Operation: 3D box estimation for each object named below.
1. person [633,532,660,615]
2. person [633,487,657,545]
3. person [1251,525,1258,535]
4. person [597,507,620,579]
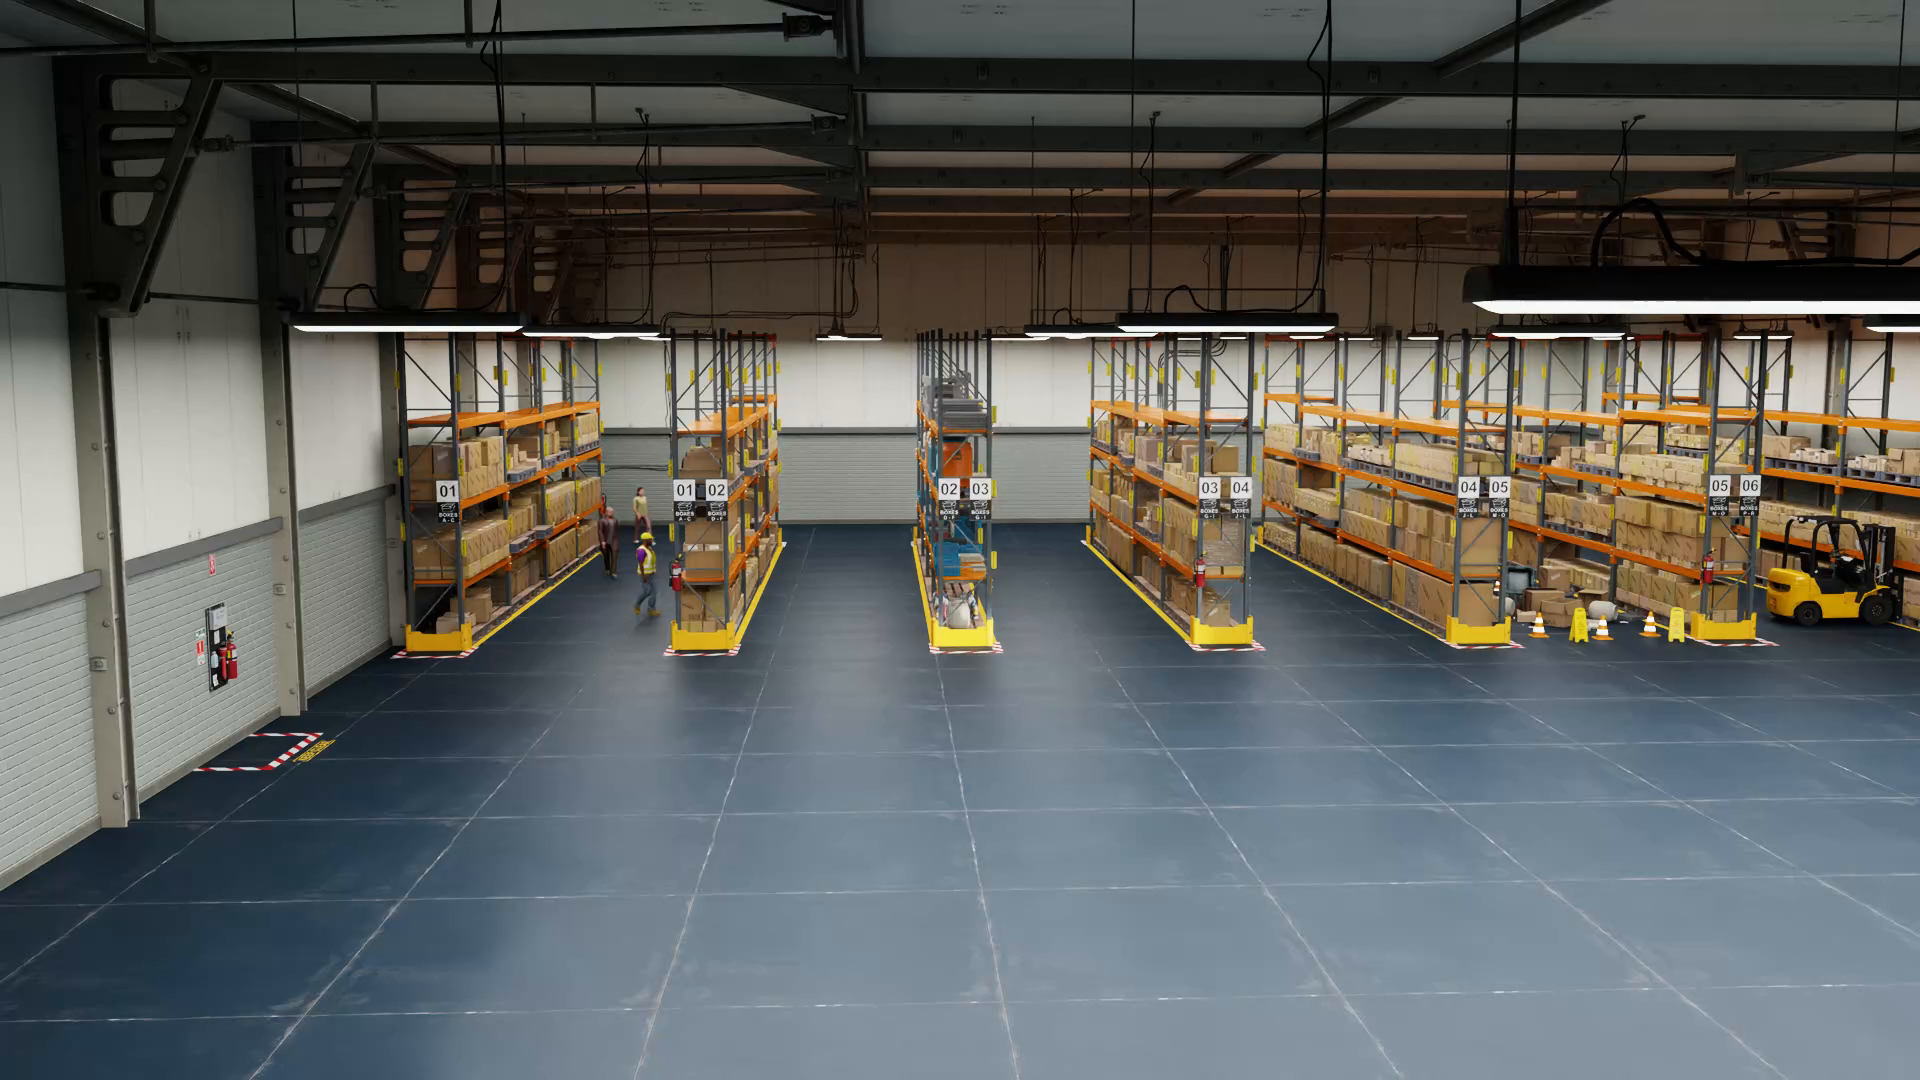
[{"bbox_3d":[-6.635,0.718,35.233,0.602,1.762,0.611,3,7,26],"label":"person"},{"bbox_3d":[-9.067,-0.694,47.411,0.496,1.621,0.956,-5,8,-34],"label":"person"},{"bbox_3d":[8.323,-0.896,48.865,0.885,1.722,0.657,-1,7,-12],"label":"person"},{"bbox_3d":[-8.606,0.057,40.741,0.537,1.730,1.119,-1,7,-10],"label":"person"}]
